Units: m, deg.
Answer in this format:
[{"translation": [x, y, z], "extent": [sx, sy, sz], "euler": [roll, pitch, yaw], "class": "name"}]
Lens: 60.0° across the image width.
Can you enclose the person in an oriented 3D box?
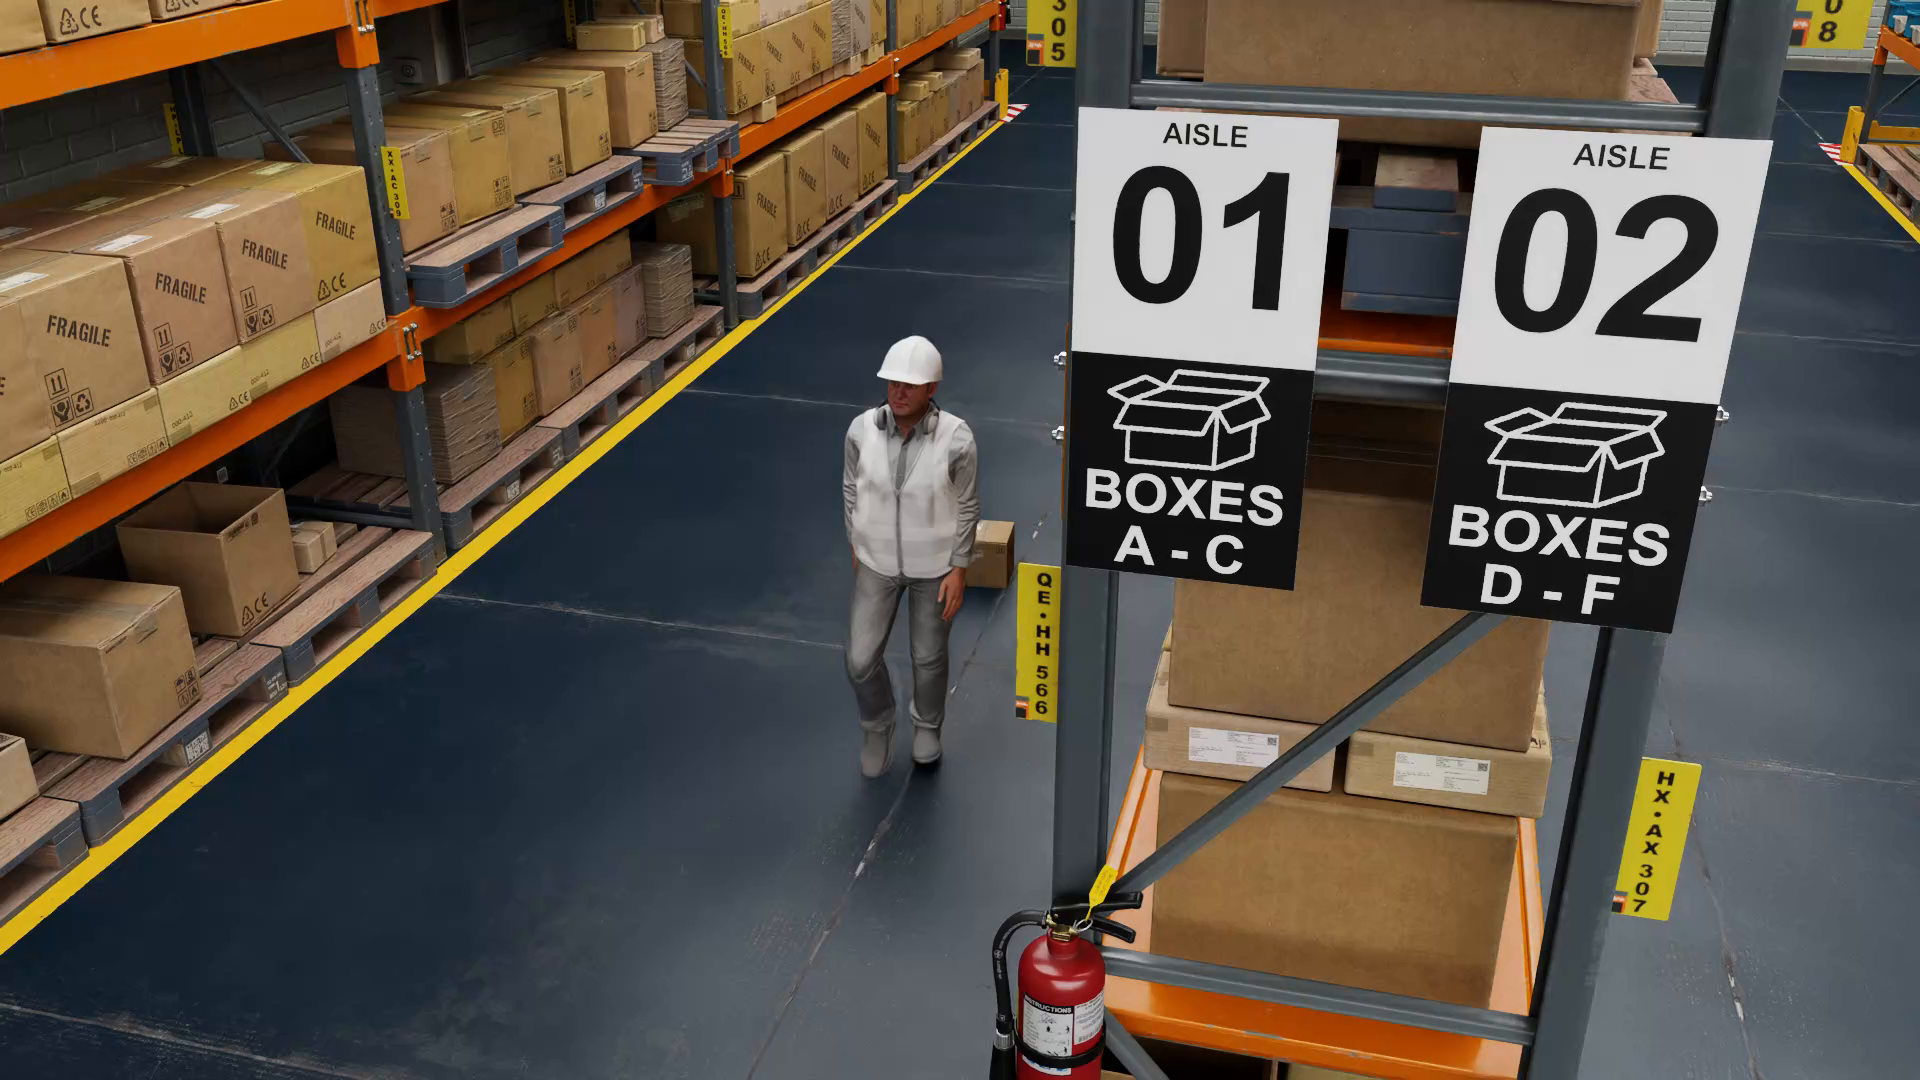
[{"translation": [-0.195, 0.105, 6.350], "extent": [0.547, 1.816, 0.501], "euler": [4, 25, 9], "class": "person"}]
